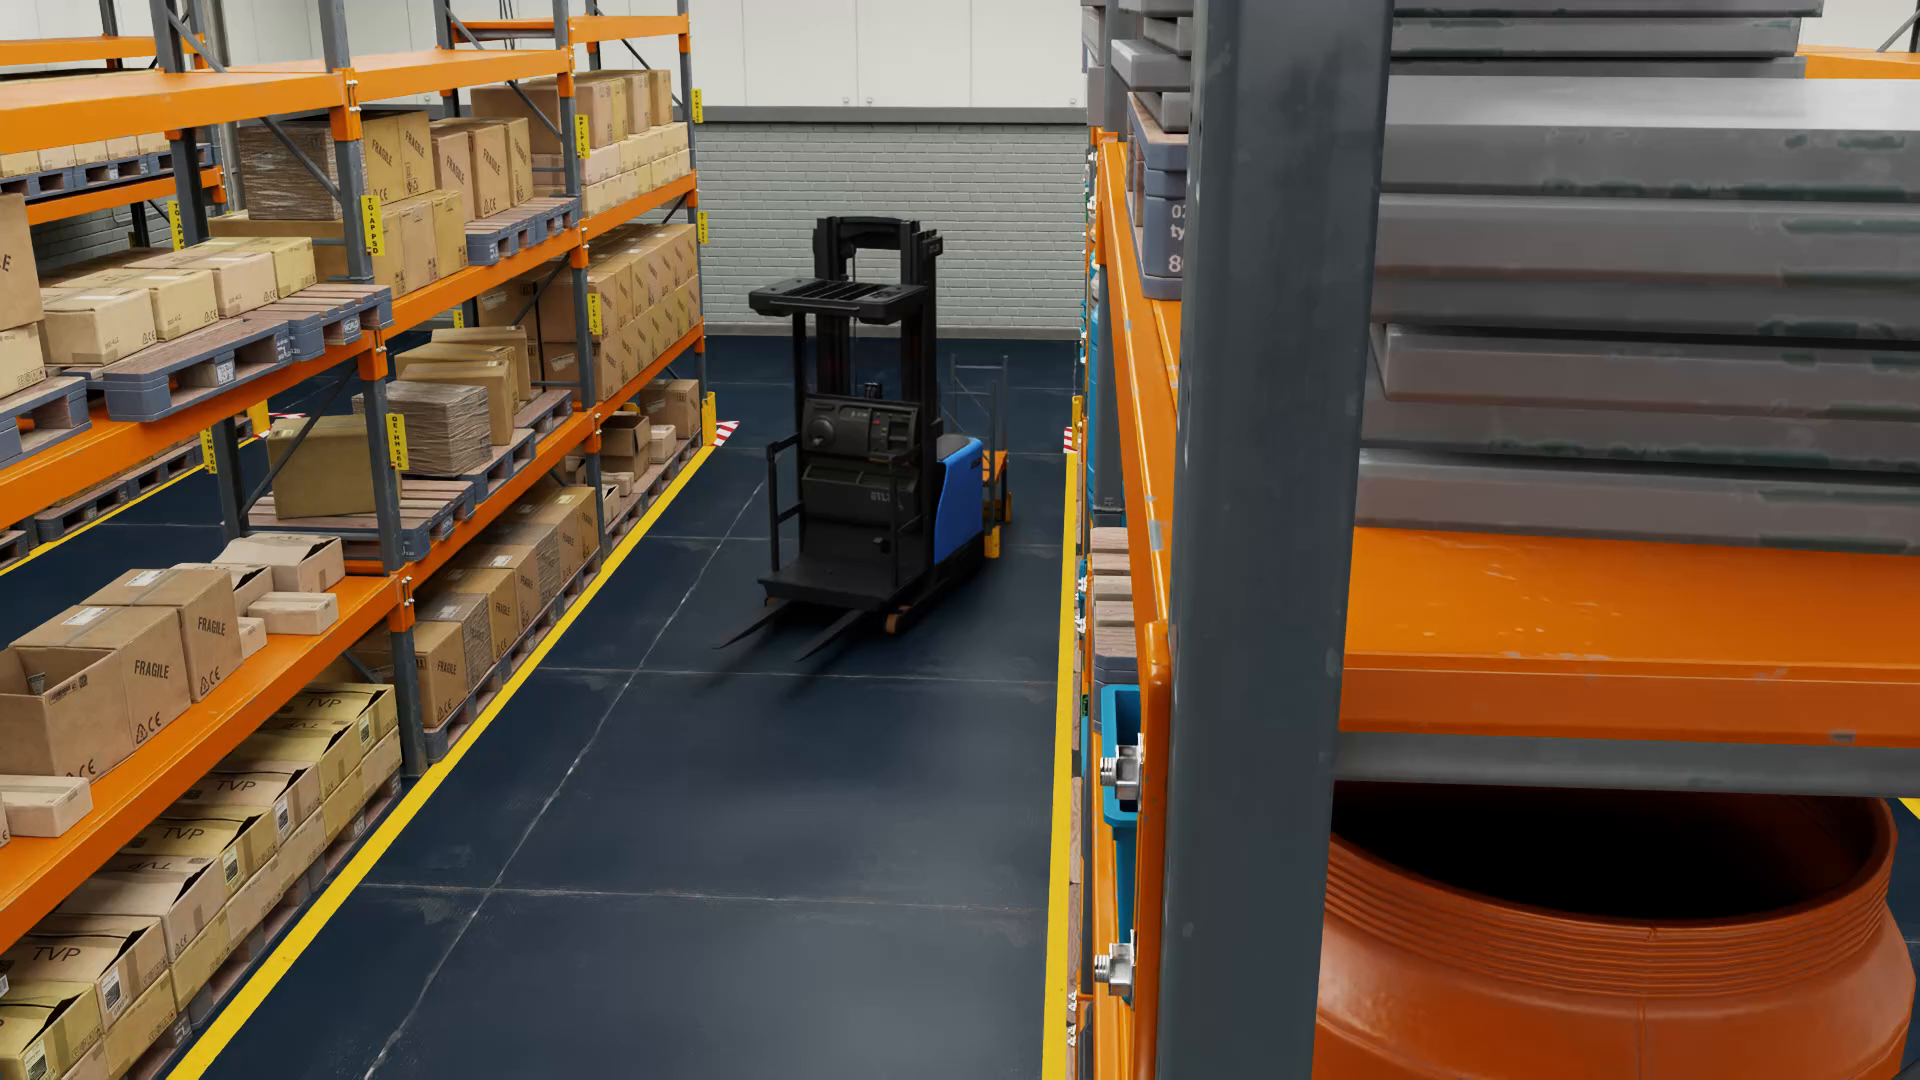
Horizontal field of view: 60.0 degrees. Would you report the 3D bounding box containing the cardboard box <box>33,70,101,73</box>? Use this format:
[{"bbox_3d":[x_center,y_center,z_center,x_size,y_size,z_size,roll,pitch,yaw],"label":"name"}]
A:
[{"bbox_3d":[-8.454,-4.182,15.754,0.500,0.500,0.500,1,18,3],"label":"cardboard box"}]

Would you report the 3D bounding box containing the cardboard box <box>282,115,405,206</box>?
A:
[{"bbox_3d":[-3.673,-2.258,9.913,0.500,0.500,0.500,1,18,4],"label":"cardboard box"}]

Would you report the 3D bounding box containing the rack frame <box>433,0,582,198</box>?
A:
[{"bbox_3d":[-3.461,-4.109,12.512,1.000,3.000,0.127,1,18,4],"label":"rack frame"}]

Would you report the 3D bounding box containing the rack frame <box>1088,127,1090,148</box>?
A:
[{"bbox_3d":[1.767,-5.240,15.962,1.000,3.000,0.127,1,18,4],"label":"rack frame"}]

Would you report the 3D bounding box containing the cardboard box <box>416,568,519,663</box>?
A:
[{"bbox_3d":[-3.357,0.509,11.359,0.500,0.500,0.500,1,18,3],"label":"cardboard box"}]

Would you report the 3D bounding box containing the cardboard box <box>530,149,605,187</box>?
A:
[{"bbox_3d":[-3.178,-2.996,13.368,0.500,0.250,0.500,1,18,4],"label":"cardboard box"}]

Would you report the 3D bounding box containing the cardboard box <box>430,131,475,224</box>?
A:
[{"bbox_3d":[-3.663,-2.409,11.146,0.600,0.600,0.600,1,18,2],"label":"cardboard box"}]

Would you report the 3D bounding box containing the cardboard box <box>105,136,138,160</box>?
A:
[{"bbox_3d":[-7.971,-3.654,15.347,0.500,0.250,0.500,1,18,2],"label":"cardboard box"}]

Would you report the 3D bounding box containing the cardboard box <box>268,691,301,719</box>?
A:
[{"bbox_3d":[-4.078,0.981,9.454,0.500,0.311,0.500,2,18,6],"label":"cardboard box"}]

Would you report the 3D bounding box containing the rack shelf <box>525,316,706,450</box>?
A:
[{"bbox_3d":[-3.317,-1.538,15.454,1.077,0.370,4.000,1,18,4],"label":"rack shelf"}]

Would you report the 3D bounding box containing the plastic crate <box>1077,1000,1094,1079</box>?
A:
[{"bbox_3d":[0.742,1.527,5.044,0.767,0.338,0.504,1,18,4],"label":"plastic crate"}]

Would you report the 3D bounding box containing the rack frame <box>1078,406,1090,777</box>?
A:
[{"bbox_3d":[1.193,0.096,9.314,1.000,3.000,0.127,1,18,4],"label":"rack frame"}]

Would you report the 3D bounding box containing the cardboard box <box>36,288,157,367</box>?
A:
[{"bbox_3d":[-3.836,-0.920,7.162,0.500,0.250,0.500,0,18,-1],"label":"cardboard box"}]

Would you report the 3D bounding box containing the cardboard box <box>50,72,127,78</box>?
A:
[{"bbox_3d":[-7.971,-4.017,15.249,0.500,0.500,0.500,0,18,1],"label":"cardboard box"}]

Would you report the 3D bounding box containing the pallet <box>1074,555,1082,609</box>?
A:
[{"bbox_3d":[1.383,0.417,12.811,1.003,0.211,1.213,1,18,4],"label":"pallet"}]

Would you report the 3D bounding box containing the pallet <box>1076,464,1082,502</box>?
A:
[{"bbox_3d":[1.579,-0.431,15.398,1.003,0.211,1.213,1,18,4],"label":"pallet"}]

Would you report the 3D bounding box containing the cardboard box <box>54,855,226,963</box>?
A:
[{"bbox_3d":[-3.679,1.628,7.478,0.500,0.311,0.500,1,18,2],"label":"cardboard box"}]

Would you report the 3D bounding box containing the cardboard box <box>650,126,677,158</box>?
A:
[{"bbox_3d":[-2.992,-3.772,15.738,0.500,0.250,0.500,1,18,4],"label":"cardboard box"}]

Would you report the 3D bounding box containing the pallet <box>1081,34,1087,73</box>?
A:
[{"bbox_3d":[1.276,-2.699,9.153,1.213,0.211,1.003,1,18,4],"label":"pallet"}]

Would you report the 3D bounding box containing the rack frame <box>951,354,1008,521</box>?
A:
[{"bbox_3d":[0.168,-0.901,14.763,0.500,1.500,0.032,2,18,7],"label":"rack frame"}]

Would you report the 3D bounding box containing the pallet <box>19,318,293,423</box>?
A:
[{"bbox_3d":[-3.784,-0.792,7.507,1.003,0.211,1.213,2,18,6],"label":"pallet"}]

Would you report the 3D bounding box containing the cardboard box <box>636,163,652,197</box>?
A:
[{"bbox_3d":[-3.069,-3.224,14.868,0.500,0.250,0.500,1,18,4],"label":"cardboard box"}]

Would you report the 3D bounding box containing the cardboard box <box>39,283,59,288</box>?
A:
[{"bbox_3d":[-8.289,-1.905,14.938,0.980,0.700,0.700,1,18,3],"label":"cardboard box"}]

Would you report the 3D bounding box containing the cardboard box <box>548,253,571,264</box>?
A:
[{"bbox_3d":[-3.612,-2.260,14.735,0.500,0.500,0.500,1,18,4],"label":"cardboard box"}]

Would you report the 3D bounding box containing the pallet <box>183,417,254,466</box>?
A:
[{"bbox_3d":[-8.094,-1.035,17.242,1.003,0.211,1.213,1,18,4],"label":"pallet"}]

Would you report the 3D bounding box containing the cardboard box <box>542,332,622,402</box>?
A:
[{"bbox_3d":[-3.152,-1.458,13.895,0.500,0.500,0.500,2,18,5],"label":"cardboard box"}]

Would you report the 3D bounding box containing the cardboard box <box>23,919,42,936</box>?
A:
[{"bbox_3d":[-4.260,1.773,7.036,0.500,0.311,0.500,2,18,5],"label":"cardboard box"}]

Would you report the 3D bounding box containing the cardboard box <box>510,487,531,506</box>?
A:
[{"bbox_3d":[-3.738,-0.135,13.325,0.500,0.500,0.500,0,18,1],"label":"cardboard box"}]

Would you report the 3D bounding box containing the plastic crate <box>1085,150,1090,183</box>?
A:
[{"bbox_3d":[1.383,-3.316,15.010,0.504,0.338,0.767,1,18,4],"label":"plastic crate"}]

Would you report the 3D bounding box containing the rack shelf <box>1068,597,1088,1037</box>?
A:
[{"bbox_3d":[1.050,1.059,7.530,1.077,0.370,4.000,1,18,4],"label":"rack shelf"}]

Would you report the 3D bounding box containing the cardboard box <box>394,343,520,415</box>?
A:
[{"bbox_3d":[-3.704,-1.148,12.275,0.700,0.500,0.500,4,19,13],"label":"cardboard box"}]

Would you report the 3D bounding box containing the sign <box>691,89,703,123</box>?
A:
[{"bbox_3d":[-2.622,-4.328,16.576,0.100,0.325,0.005,1,18,4],"label":"sign"}]

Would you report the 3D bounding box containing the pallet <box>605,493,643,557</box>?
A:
[{"bbox_3d":[-3.410,-0.146,14.531,1.003,0.211,1.213,1,18,4],"label":"pallet"}]

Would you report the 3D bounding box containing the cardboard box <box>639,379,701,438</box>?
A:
[{"bbox_3d":[-2.967,-1.347,17.026,0.500,0.500,0.500,1,18,4],"label":"cardboard box"}]

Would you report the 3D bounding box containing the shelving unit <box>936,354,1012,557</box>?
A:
[{"bbox_3d":[0.106,-0.746,14.292,0.587,1.500,1.083,2,18,7],"label":"shelving unit"}]

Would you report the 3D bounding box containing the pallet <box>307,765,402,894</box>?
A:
[{"bbox_3d":[-3.845,1.564,9.311,1.003,0.211,1.213,1,18,4],"label":"pallet"}]

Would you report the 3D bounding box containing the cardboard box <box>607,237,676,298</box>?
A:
[{"bbox_3d":[-2.999,-2.561,15.655,0.500,0.500,0.500,2,18,5],"label":"cardboard box"}]

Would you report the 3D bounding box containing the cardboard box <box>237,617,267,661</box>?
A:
[{"bbox_3d":[-3.782,0.501,8.481,0.380,0.149,0.250,3,18,8],"label":"cardboard box"}]

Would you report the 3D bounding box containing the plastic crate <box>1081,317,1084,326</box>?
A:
[{"bbox_3d":[1.315,-2.125,16.418,0.250,0.136,0.298,1,18,4],"label":"plastic crate"}]

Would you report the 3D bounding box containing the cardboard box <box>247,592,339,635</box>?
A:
[{"bbox_3d":[-3.536,0.389,8.822,0.380,0.149,0.250,1,18,4],"label":"cardboard box"}]

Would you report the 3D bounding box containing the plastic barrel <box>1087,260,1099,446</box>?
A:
[{"bbox_3d":[0.773,-0.692,6.094,0.600,0.901,0.600,0,18,0],"label":"plastic barrel"}]

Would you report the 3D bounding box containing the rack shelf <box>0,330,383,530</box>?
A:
[{"bbox_3d":[-3.891,-0.478,7.404,1.077,0.370,4.000,1,18,4],"label":"rack shelf"}]

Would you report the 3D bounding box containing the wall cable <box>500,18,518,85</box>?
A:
[{"bbox_3d":[-7.353,-5.734,22.457,3.097,2.526,0.112,1,18,4],"label":"wall cable"}]

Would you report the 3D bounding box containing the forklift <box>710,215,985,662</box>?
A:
[{"bbox_3d":[-0.833,-0.835,12.265,1.130,2.935,3.031,7,20,21],"label":"forklift"}]

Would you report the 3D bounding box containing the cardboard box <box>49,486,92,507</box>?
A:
[{"bbox_3d":[-8.246,-0.609,14.806,0.700,0.500,0.500,2,18,5],"label":"cardboard box"}]

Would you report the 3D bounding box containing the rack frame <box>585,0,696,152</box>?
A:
[{"bbox_3d":[-3.174,-5.352,16.303,1.000,3.000,0.127,1,18,4],"label":"rack frame"}]

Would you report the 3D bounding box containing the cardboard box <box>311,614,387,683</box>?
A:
[{"bbox_3d":[-3.914,0.667,10.878,0.500,0.500,0.500,2,18,6],"label":"cardboard box"}]

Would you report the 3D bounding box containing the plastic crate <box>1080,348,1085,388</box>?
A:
[{"bbox_3d":[1.173,-1.320,13.564,0.392,0.384,0.575,1,18,4],"label":"plastic crate"}]

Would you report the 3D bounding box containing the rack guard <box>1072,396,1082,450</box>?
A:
[{"bbox_3d":[1.755,-1.209,17.309,1.175,0.500,0.348,1,18,4],"label":"rack guard"}]

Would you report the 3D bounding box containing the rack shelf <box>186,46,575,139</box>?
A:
[{"bbox_3d":[-3.604,-2.956,10.790,1.077,0.370,4.000,1,18,4],"label":"rack shelf"}]

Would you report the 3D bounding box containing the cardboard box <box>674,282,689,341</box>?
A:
[{"bbox_3d":[-2.968,-2.242,16.287,0.500,0.500,0.500,1,18,4],"label":"cardboard box"}]

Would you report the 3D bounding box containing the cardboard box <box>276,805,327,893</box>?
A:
[{"bbox_3d":[-3.614,1.576,8.537,0.500,0.250,0.500,2,18,5],"label":"cardboard box"}]

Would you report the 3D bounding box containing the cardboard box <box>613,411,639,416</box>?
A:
[{"bbox_3d":[-3.547,-1.233,17.239,0.380,0.149,0.250,1,18,4],"label":"cardboard box"}]

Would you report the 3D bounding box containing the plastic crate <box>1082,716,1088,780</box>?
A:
[{"bbox_3d":[0.675,0.996,6.592,0.392,0.384,0.575,1,18,4],"label":"plastic crate"}]

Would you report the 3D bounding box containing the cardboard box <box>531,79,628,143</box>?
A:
[{"bbox_3d":[-3.257,-3.666,14.210,0.700,0.500,0.500,1,18,4],"label":"cardboard box"}]
